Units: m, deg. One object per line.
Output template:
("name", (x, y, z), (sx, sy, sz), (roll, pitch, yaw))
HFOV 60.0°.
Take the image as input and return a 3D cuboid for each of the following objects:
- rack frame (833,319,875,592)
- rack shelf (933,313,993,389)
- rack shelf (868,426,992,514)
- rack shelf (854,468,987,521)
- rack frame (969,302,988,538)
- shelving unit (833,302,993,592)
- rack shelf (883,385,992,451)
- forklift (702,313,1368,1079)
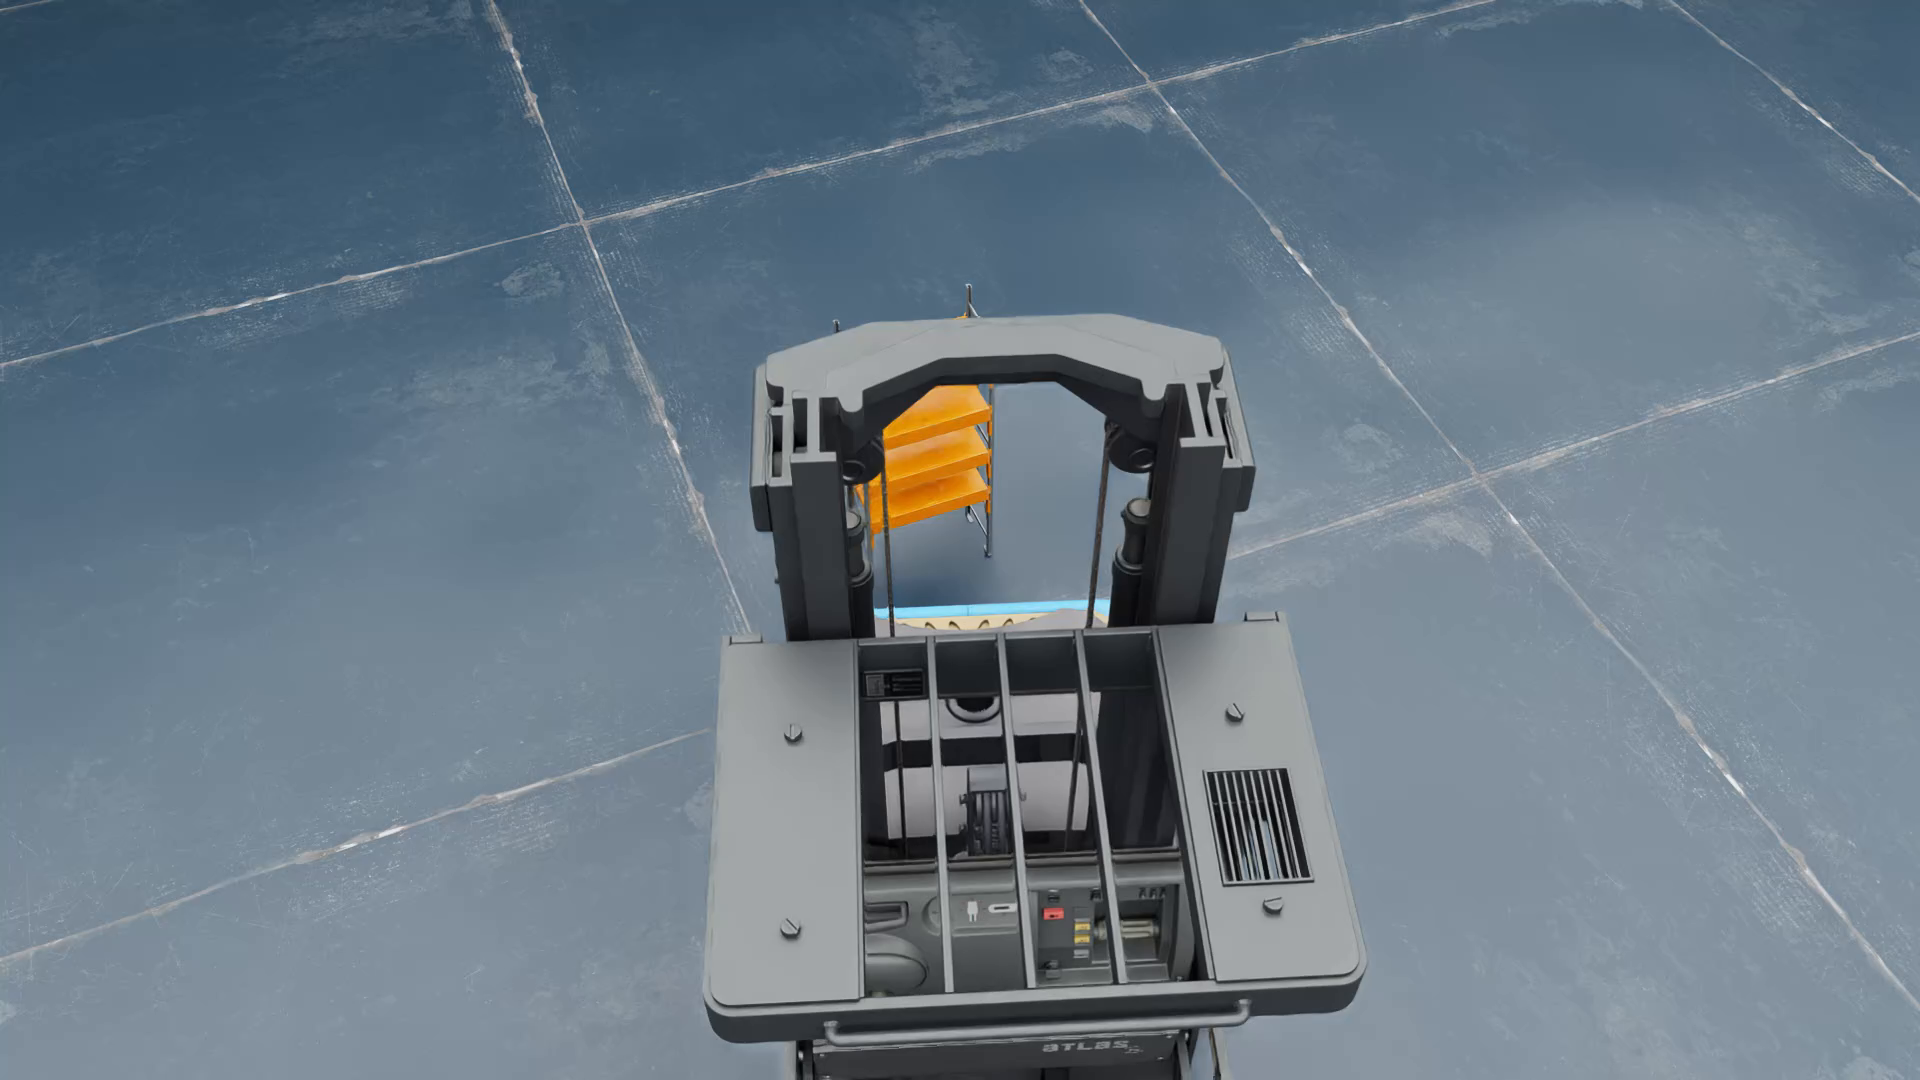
("rack frame", (-0.379, -0.273, 6.035), (0.015, 1.200, 0.240), (-17, 52, -14))
("rack shelf", (-0.153, -0.599, 5.797), (0.480, 0.148, 0.258), (-17, 52, -14))
("rack shelf", (-0.153, -0.300, 6.146), (0.480, 0.148, 0.258), (-17, 52, -14))
("rack shelf", (-0.153, -0.205, 6.256), (0.457, 0.021, 0.221), (-17, 52, -14))
("rack frame", (0.072, -0.414, 6.155), (0.006, 1.046, 0.228), (-17, 52, -14))
("shelving unit", (-0.155, -0.343, 6.094), (0.499, 1.200, 0.258), (-17, 52, -14))
("rack shelf", (-0.153, -0.445, 5.976), (0.480, 0.148, 0.258), (-17, 52, -14))
("forklift", (0.099, 1.058, 3.750), (1.121, 2.935, 3.031), (-2, 49, -2))
